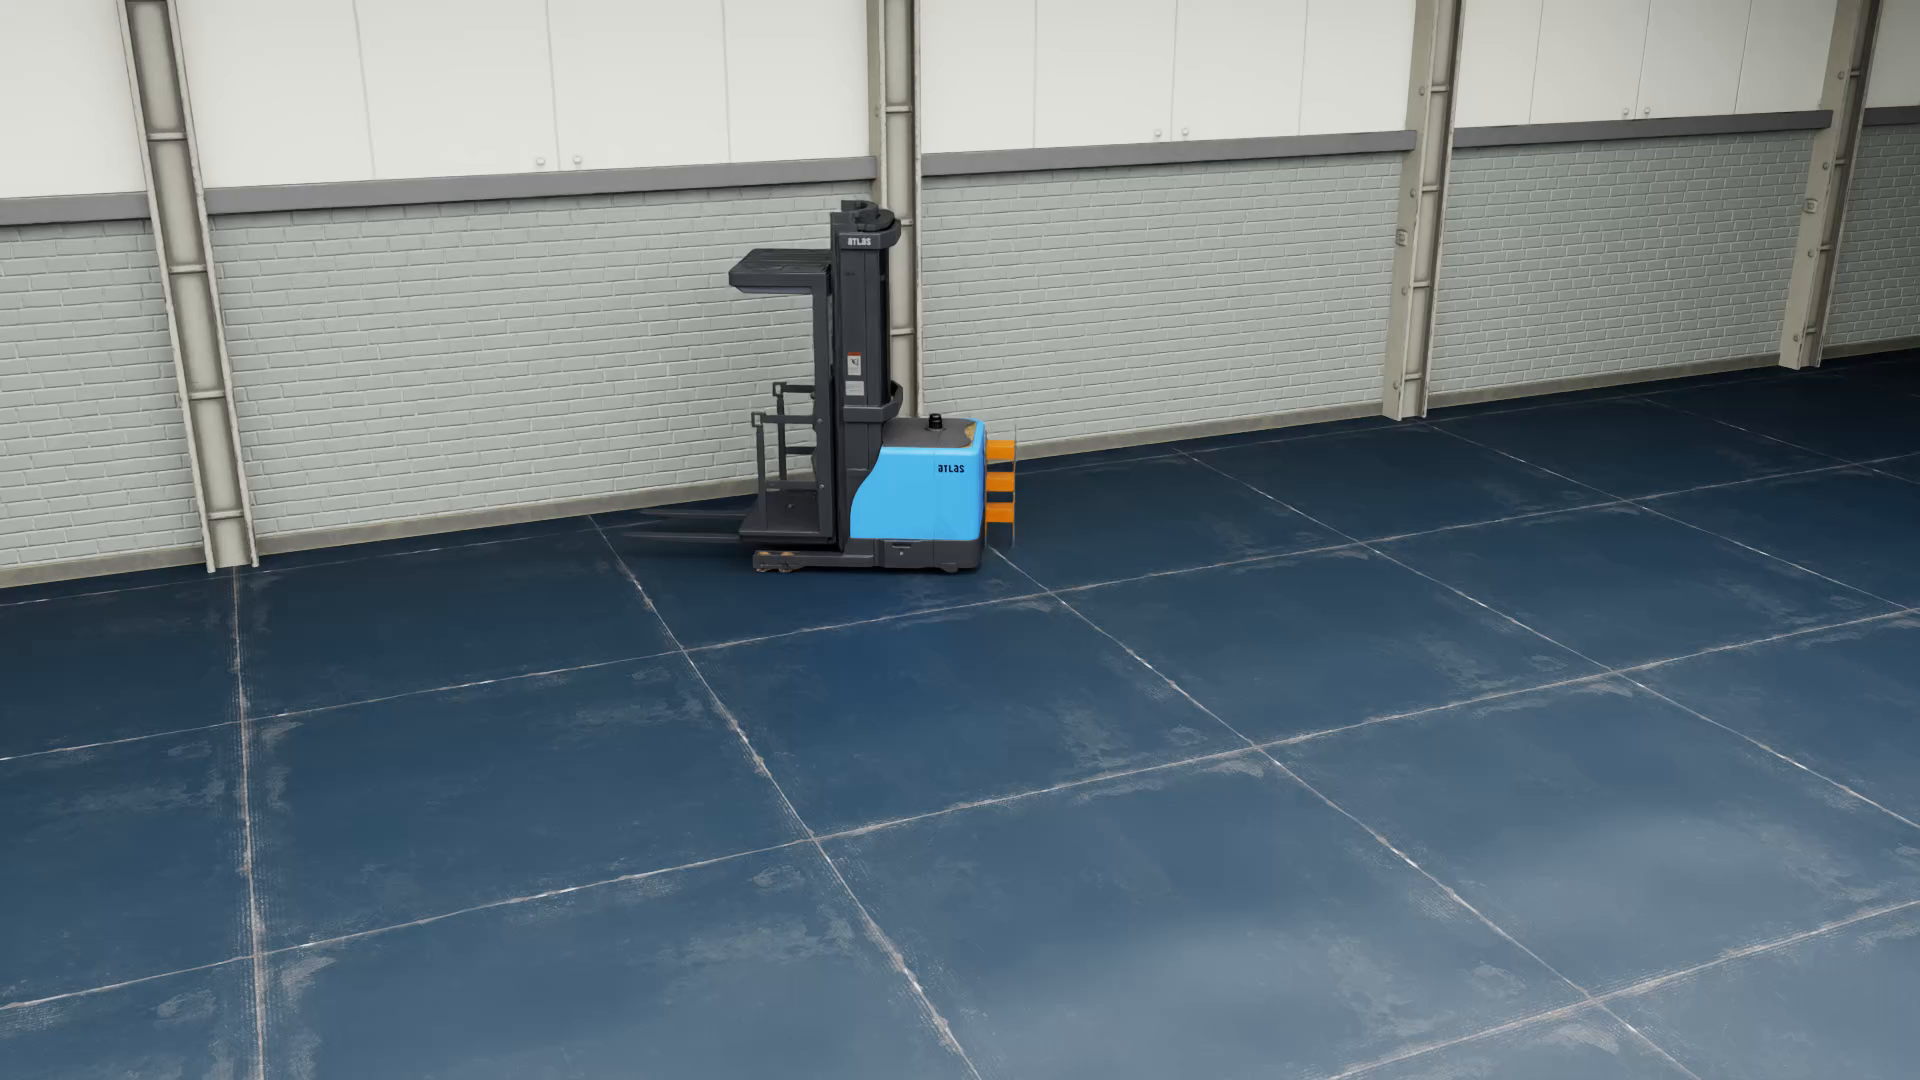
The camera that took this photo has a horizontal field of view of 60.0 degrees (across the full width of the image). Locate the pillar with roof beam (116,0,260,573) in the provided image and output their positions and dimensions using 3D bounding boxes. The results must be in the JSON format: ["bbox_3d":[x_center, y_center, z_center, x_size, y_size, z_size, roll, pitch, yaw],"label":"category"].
[{"bbox_3d":[-4.396,-2.734,8.739,0.400,9.000,9.100,-8,21,-22],"label":"pillar with roof beam"}]

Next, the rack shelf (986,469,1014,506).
[{"bbox_3d":[0.345,-0.448,14.246,0.240,0.259,0.215,1,19,3],"label":"rack shelf"}]

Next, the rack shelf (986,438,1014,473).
[{"bbox_3d":[0.346,-0.716,14.151,0.240,0.259,0.215,1,19,3],"label":"rack shelf"}]

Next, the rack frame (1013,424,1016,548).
[{"bbox_3d":[0.467,-0.455,14.235,0.008,1.050,0.200,1,19,3],"label":"rack frame"}]

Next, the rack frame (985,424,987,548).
[{"bbox_3d":[0.224,-0.461,14.250,0.008,1.050,0.200,1,19,3],"label":"rack frame"}]

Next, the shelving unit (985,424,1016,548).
[{"bbox_3d":[0.346,-0.458,14.242,0.252,1.050,0.215,1,19,3],"label":"shelving unit"}]

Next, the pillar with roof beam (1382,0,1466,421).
[{"bbox_3d":[6.622,-4.313,13.222,0.400,9.000,9.100,-8,21,-22],"label":"pillar with roof beam"}]

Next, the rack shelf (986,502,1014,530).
[{"bbox_3d":[0.345,-0.186,14.338,0.240,0.259,0.215,1,19,3],"label":"rack shelf"}]

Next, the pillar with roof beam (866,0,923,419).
[{"bbox_3d":[1.113,-3.524,10.980,0.400,9.000,9.100,-8,21,-22],"label":"pillar with roof beam"}]

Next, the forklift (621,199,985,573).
[{"bbox_3d":[-1.317,-1.287,13.763,3.031,2.935,1.130,1,19,4],"label":"forklift"}]

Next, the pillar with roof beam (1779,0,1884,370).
[{"bbox_3d":[12.132,-5.102,15.464,0.400,9.000,9.100,-8,21,-22],"label":"pillar with roof beam"}]
